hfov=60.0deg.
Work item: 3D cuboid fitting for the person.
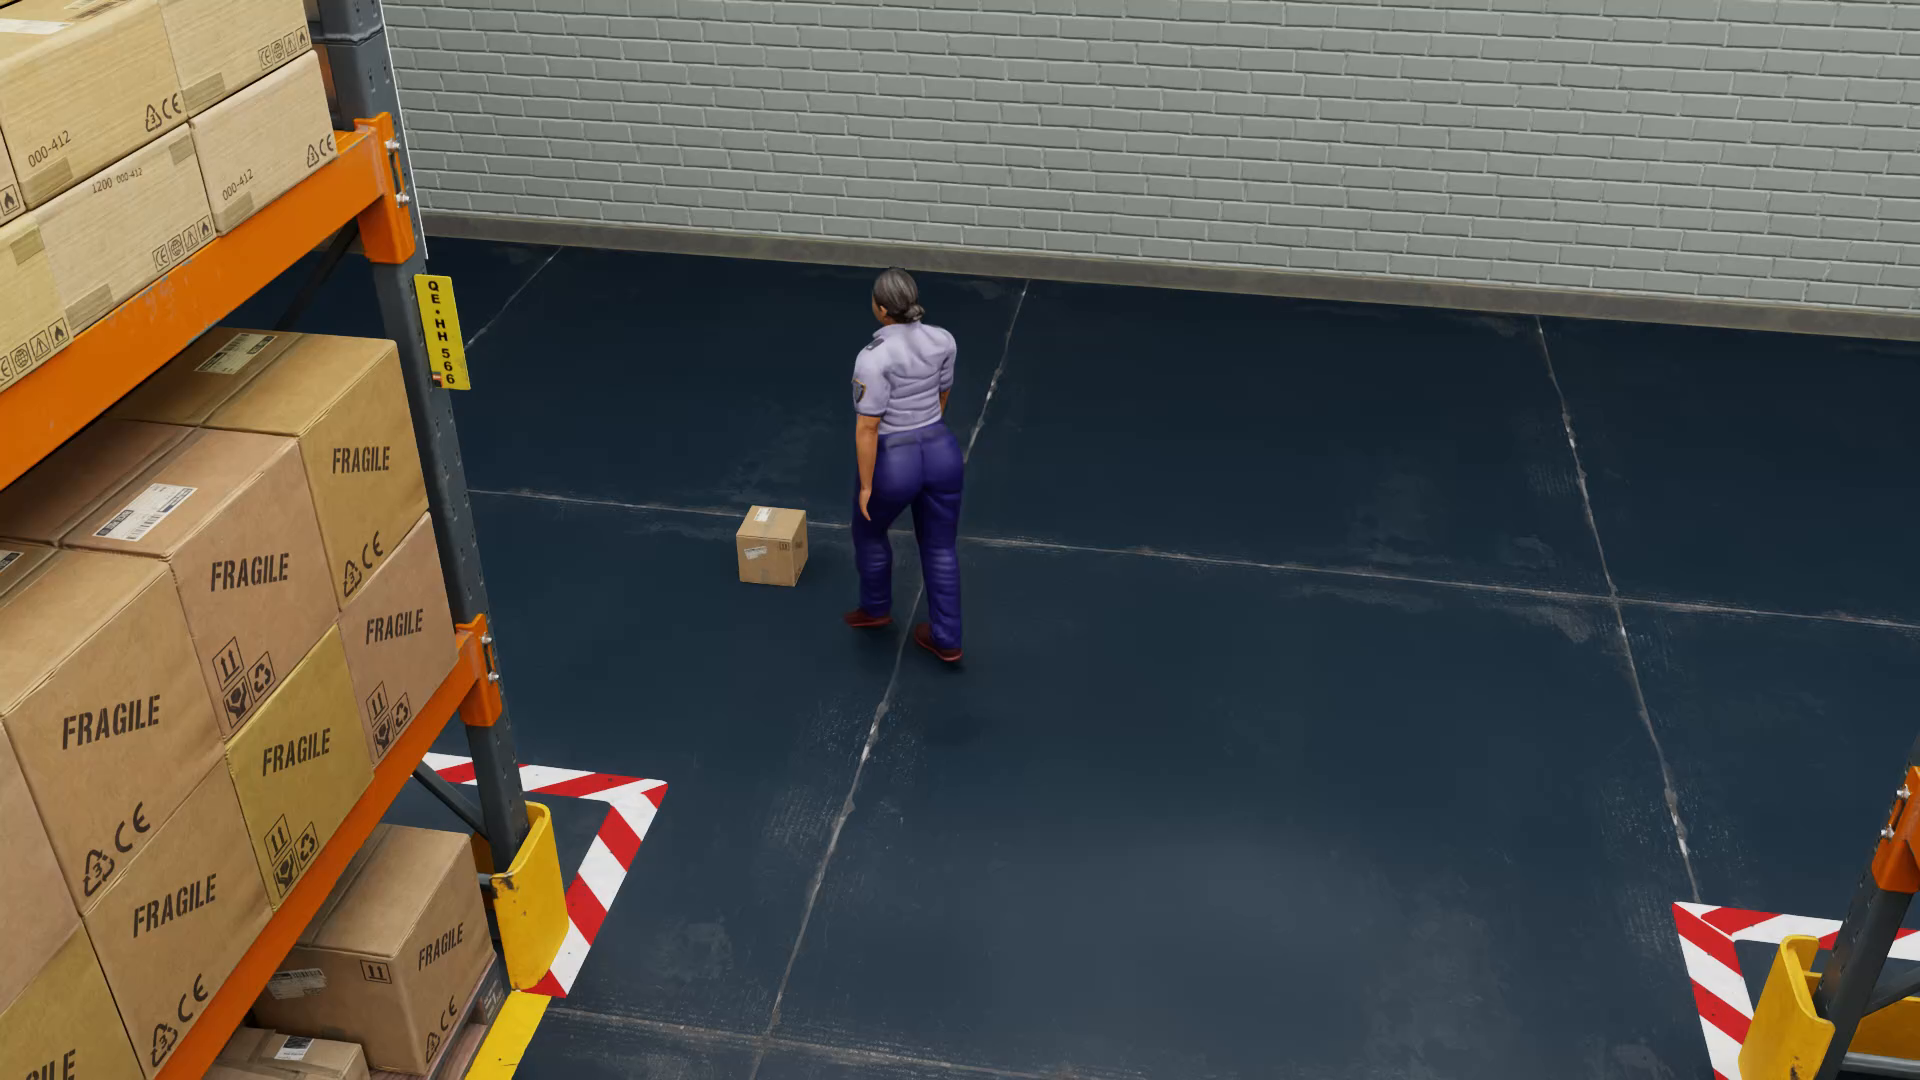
[{"bbox_3d":[-0.212,-0.264,6.616,0.487,1.695,0.635,-16,36,-24],"label":"person"}]
